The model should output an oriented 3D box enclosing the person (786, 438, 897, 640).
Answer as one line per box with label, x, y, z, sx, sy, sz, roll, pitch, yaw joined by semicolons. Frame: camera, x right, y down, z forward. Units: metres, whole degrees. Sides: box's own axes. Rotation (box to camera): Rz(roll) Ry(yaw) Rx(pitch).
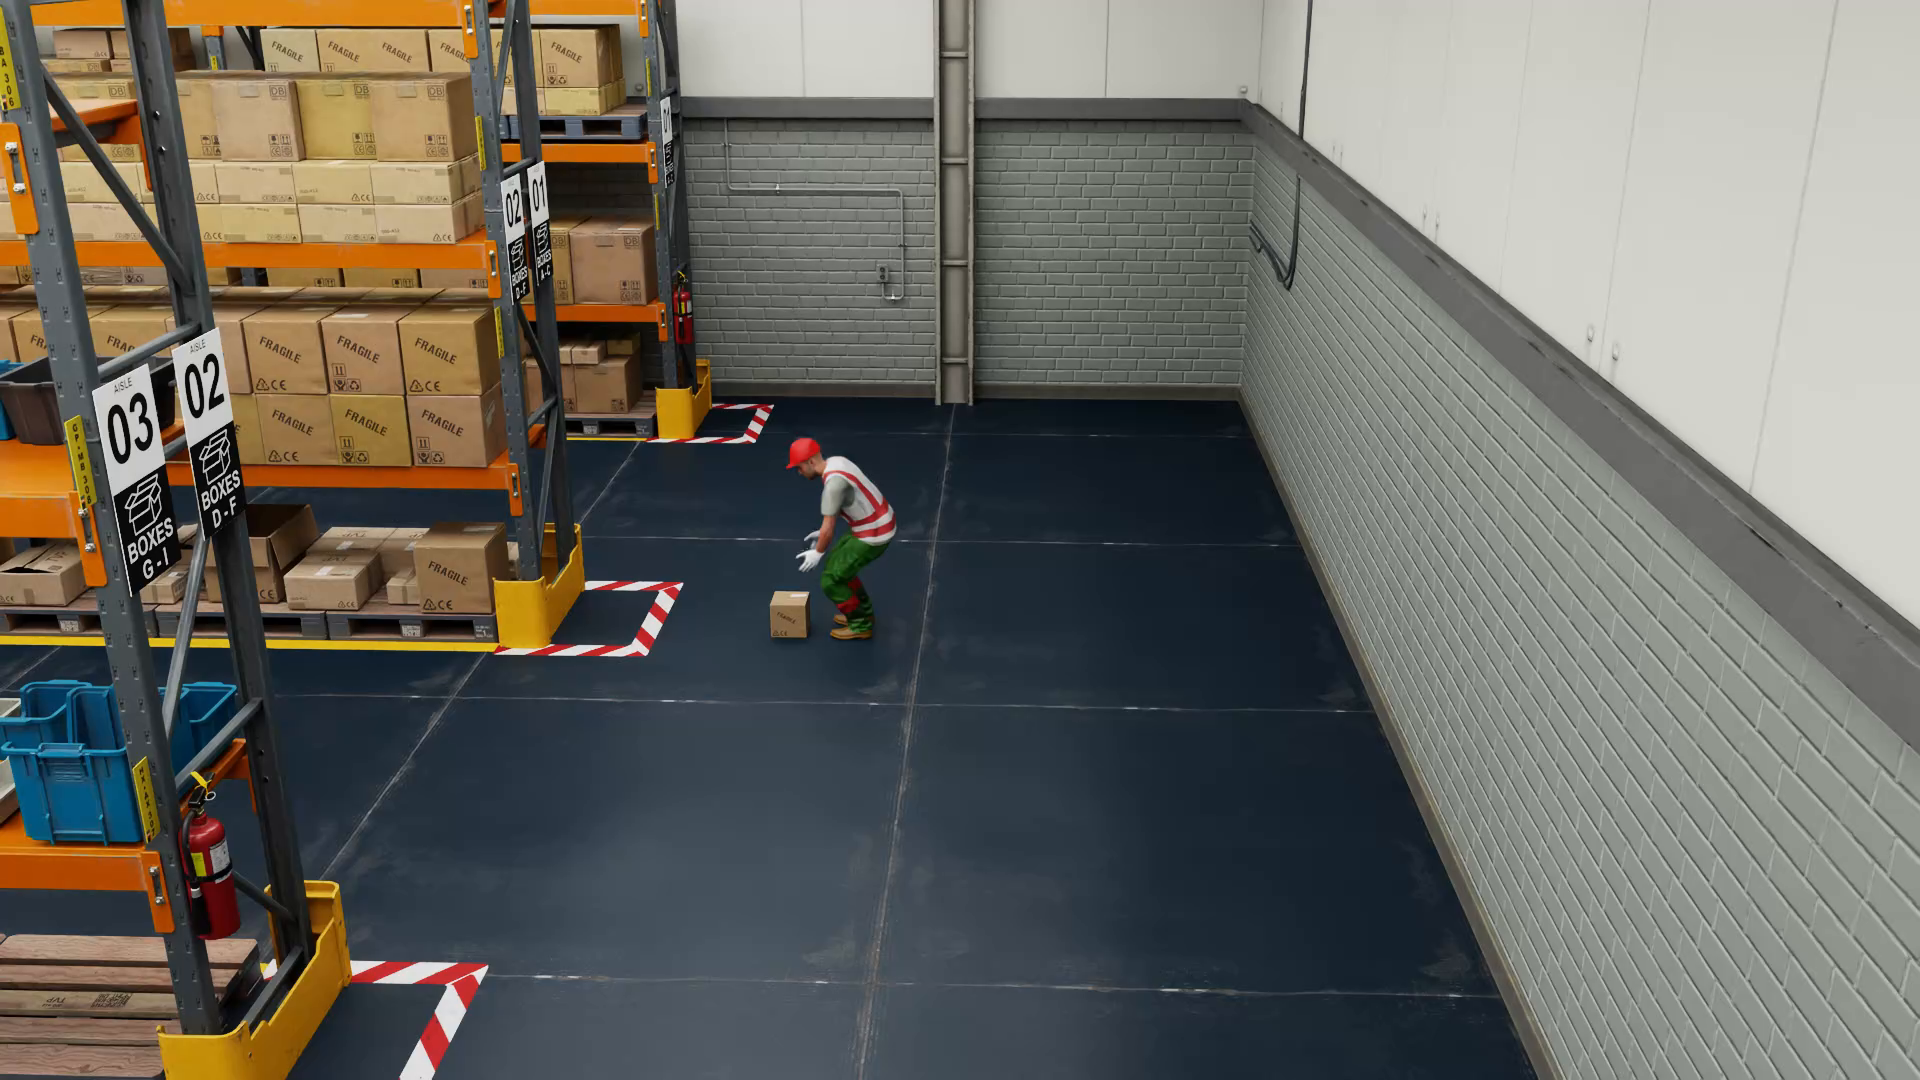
person;-0.817;-0.016;11.582;0.750;1.442;0.583;1;21;2
